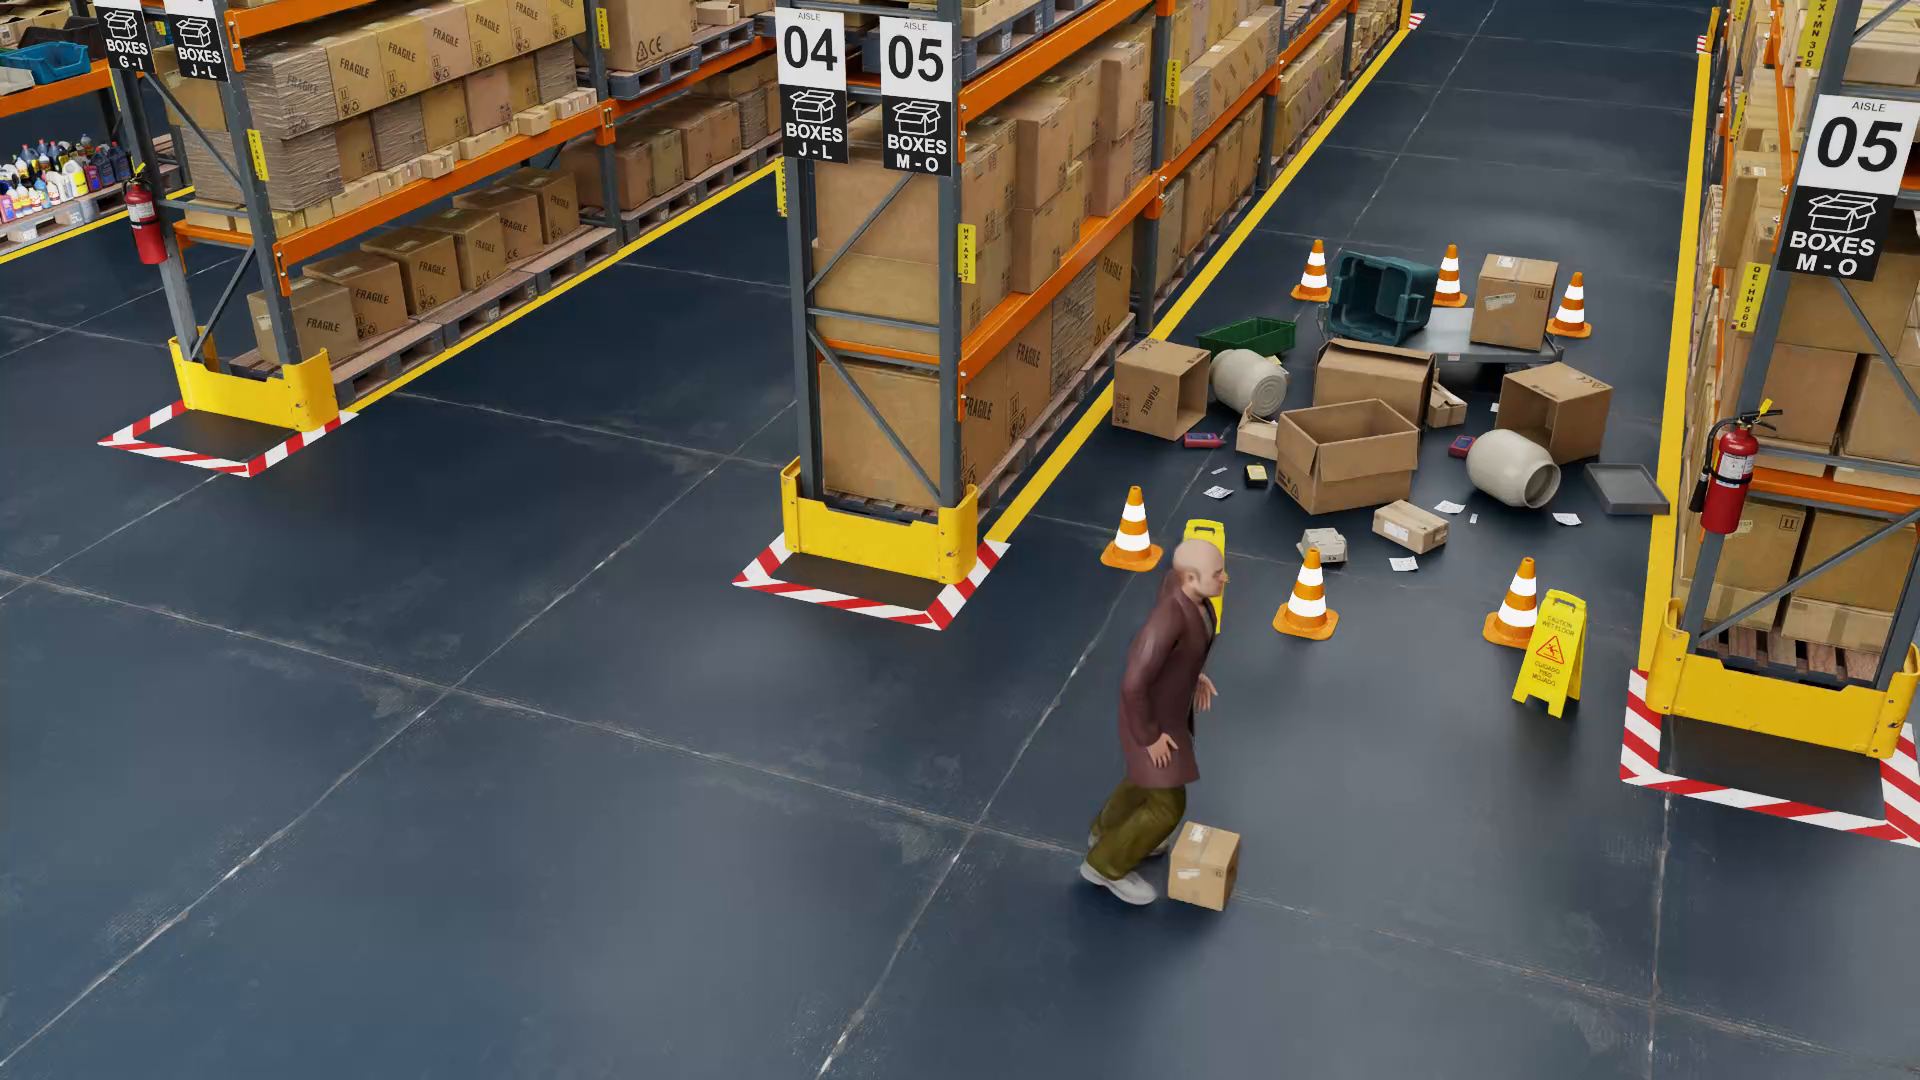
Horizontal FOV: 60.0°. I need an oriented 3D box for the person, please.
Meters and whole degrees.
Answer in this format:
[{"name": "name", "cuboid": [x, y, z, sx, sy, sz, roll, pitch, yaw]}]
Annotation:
[{"name": "person", "cuboid": [0.813, 0.822, 7.187, 0.527, 1.538, 0.729, 9, 31, 16]}]
